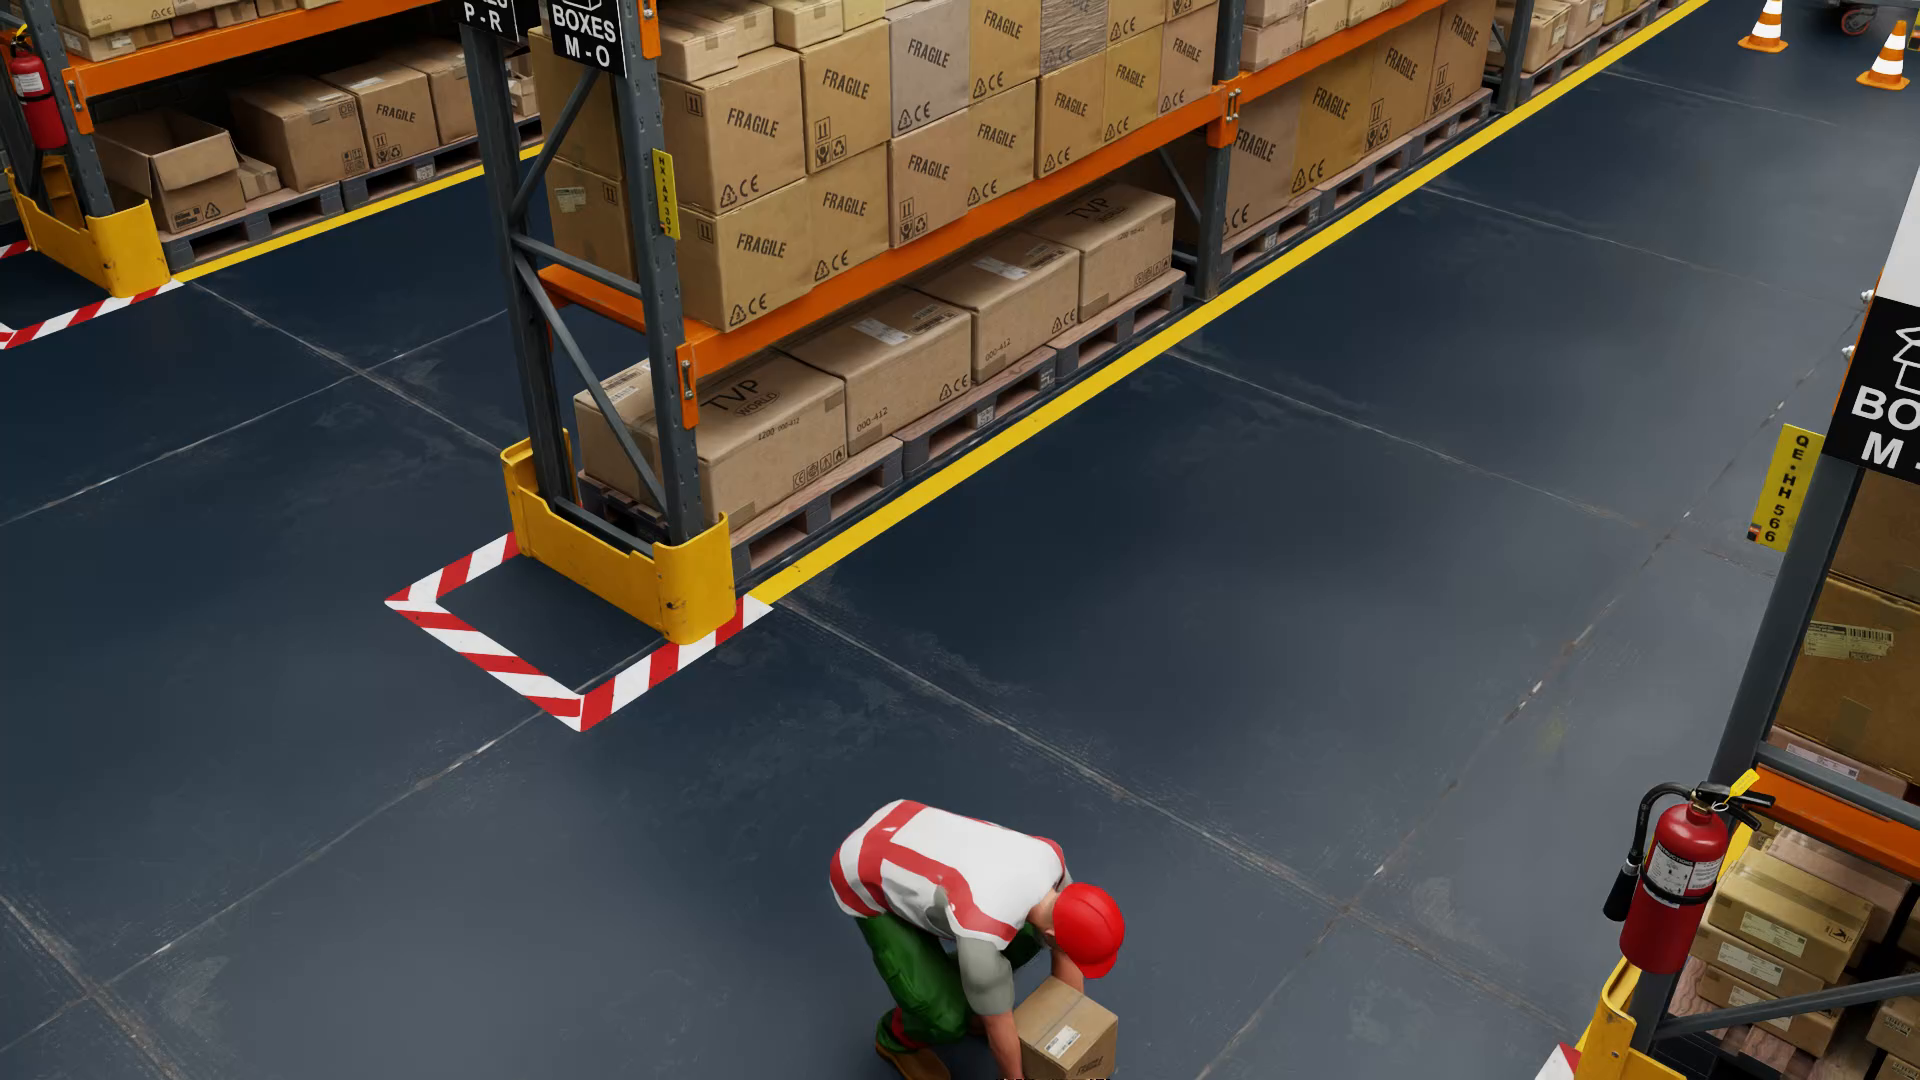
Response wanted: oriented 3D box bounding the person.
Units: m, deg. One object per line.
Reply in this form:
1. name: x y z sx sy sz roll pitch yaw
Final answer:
1. person: 0.056 1.260 5.010 0.950 0.987 0.535 24 41 30
